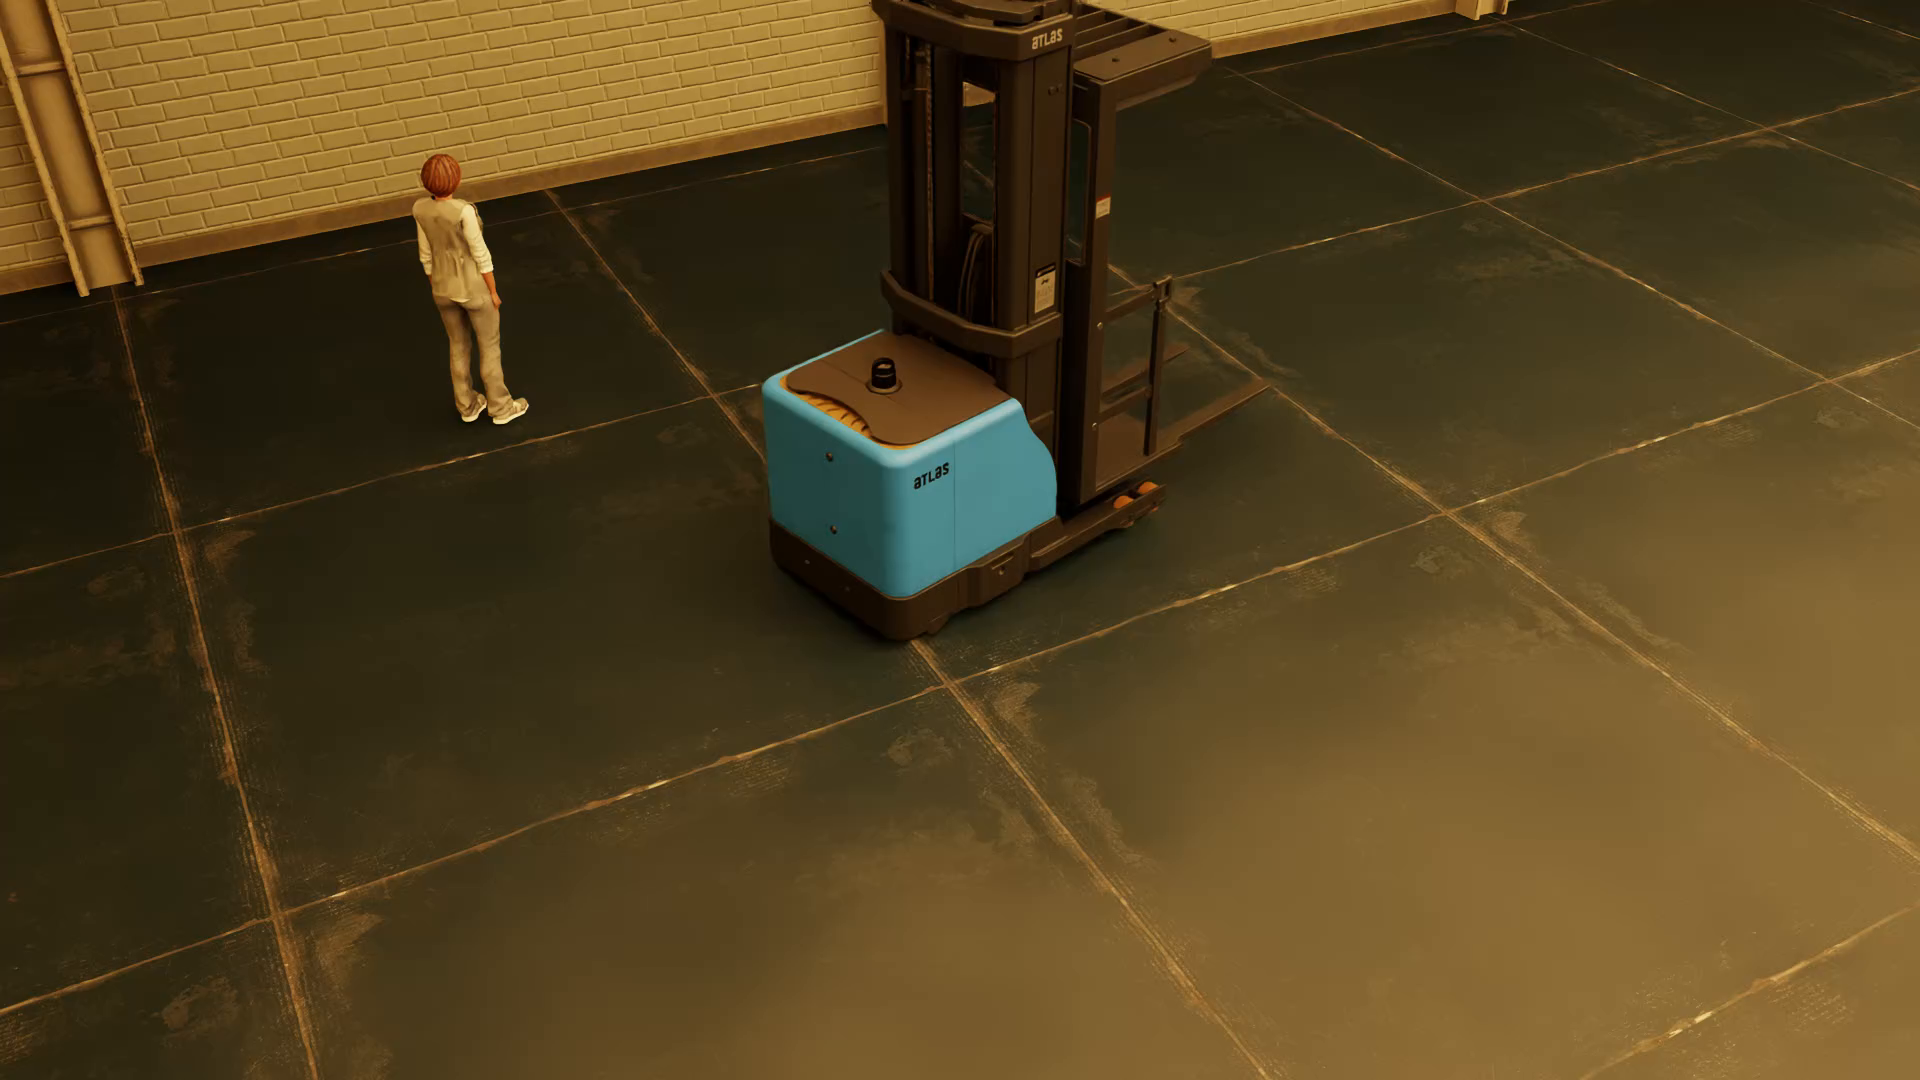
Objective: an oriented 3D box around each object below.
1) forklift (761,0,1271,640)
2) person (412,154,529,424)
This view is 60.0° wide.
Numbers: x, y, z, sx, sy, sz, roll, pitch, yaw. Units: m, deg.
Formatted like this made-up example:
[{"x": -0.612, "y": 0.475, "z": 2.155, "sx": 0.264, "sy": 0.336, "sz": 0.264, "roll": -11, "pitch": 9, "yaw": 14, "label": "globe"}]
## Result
[{"x": 0.457, "y": -1.458, "z": 8.186, "sx": 3.031, "sy": 2.935, "sz": 1.130, "roll": -29, "pitch": 44, "yaw": -34, "label": "forklift"}, {"x": -2.747, "y": -1.382, "z": 9.231, "sx": 0.410, "sy": 1.604, "sz": 0.314, "roll": 9, "pitch": 36, "yaw": 12, "label": "person"}]
